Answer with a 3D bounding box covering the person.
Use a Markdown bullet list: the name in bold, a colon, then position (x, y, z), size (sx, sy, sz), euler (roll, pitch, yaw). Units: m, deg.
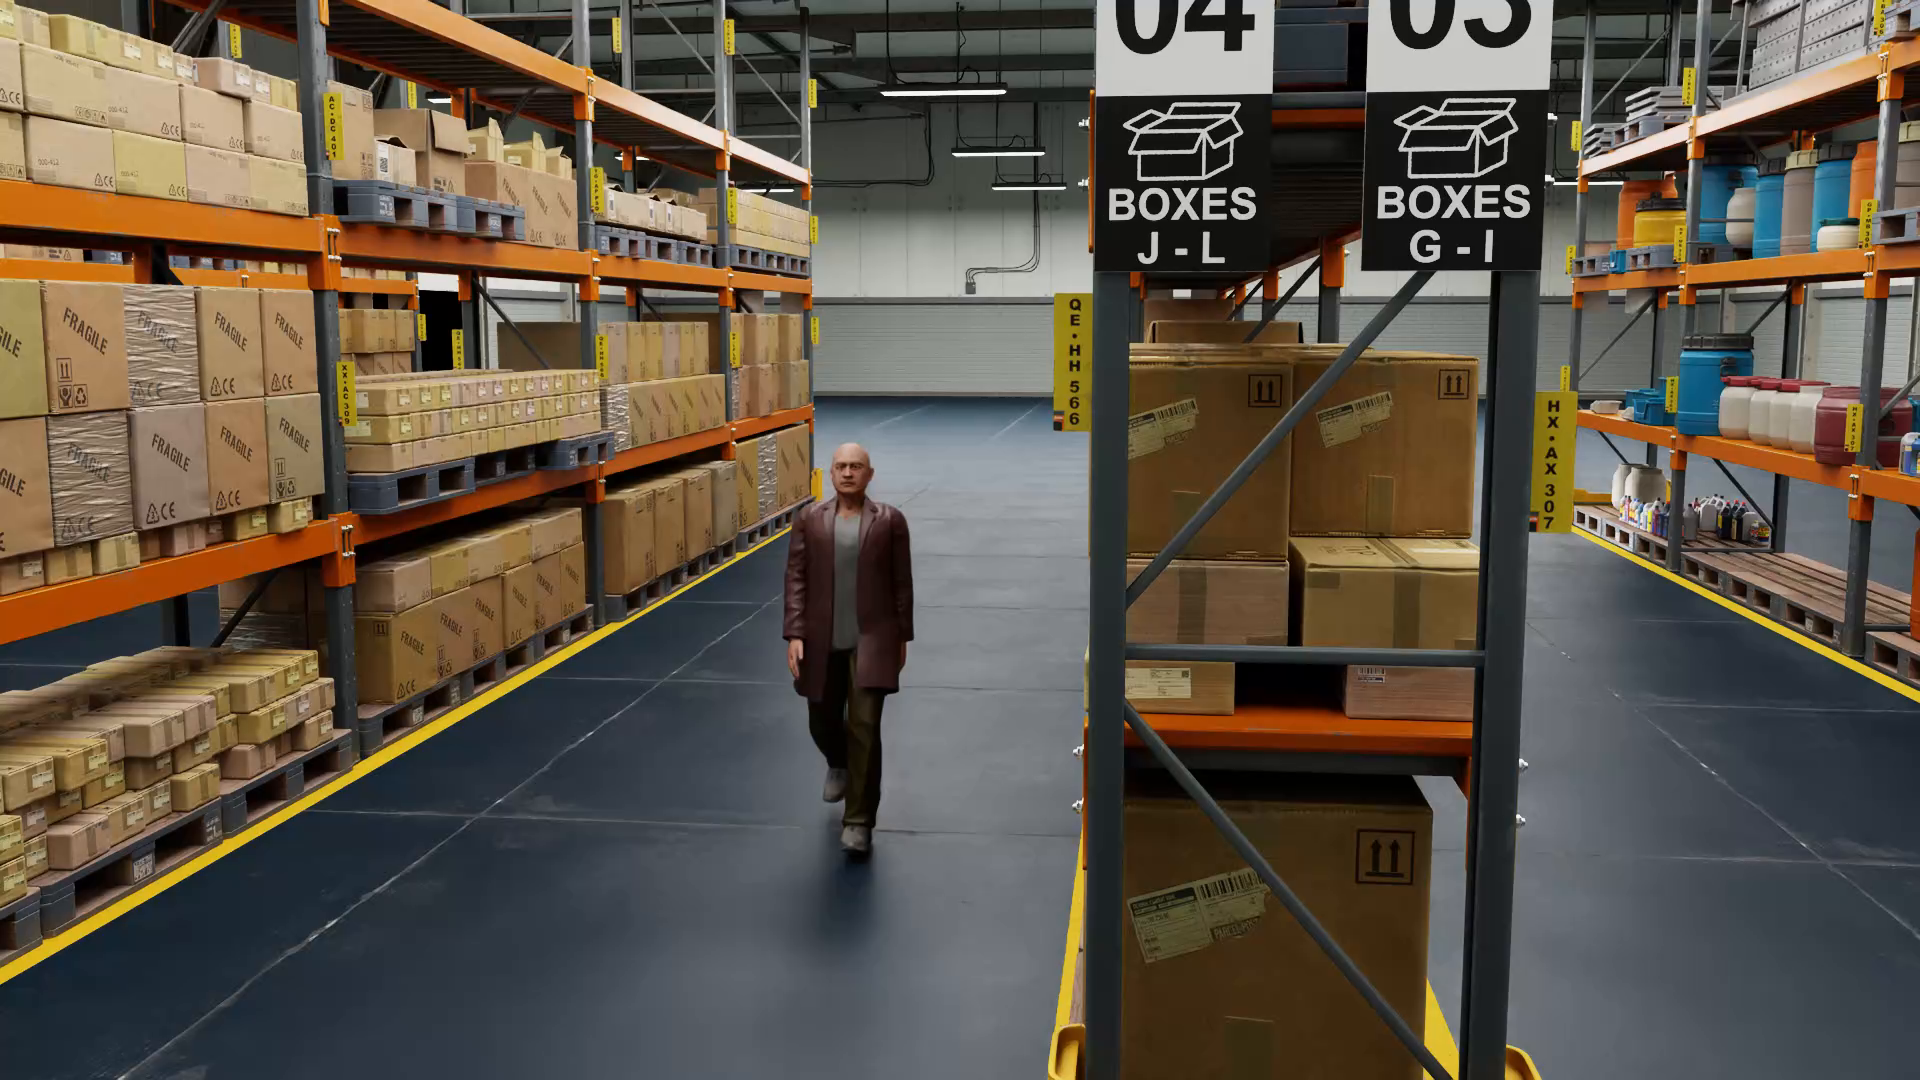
- **person**: position (-0.500, 0.440, 7.438), size (0.574, 1.748, 0.969), euler (1, 7, 6)
